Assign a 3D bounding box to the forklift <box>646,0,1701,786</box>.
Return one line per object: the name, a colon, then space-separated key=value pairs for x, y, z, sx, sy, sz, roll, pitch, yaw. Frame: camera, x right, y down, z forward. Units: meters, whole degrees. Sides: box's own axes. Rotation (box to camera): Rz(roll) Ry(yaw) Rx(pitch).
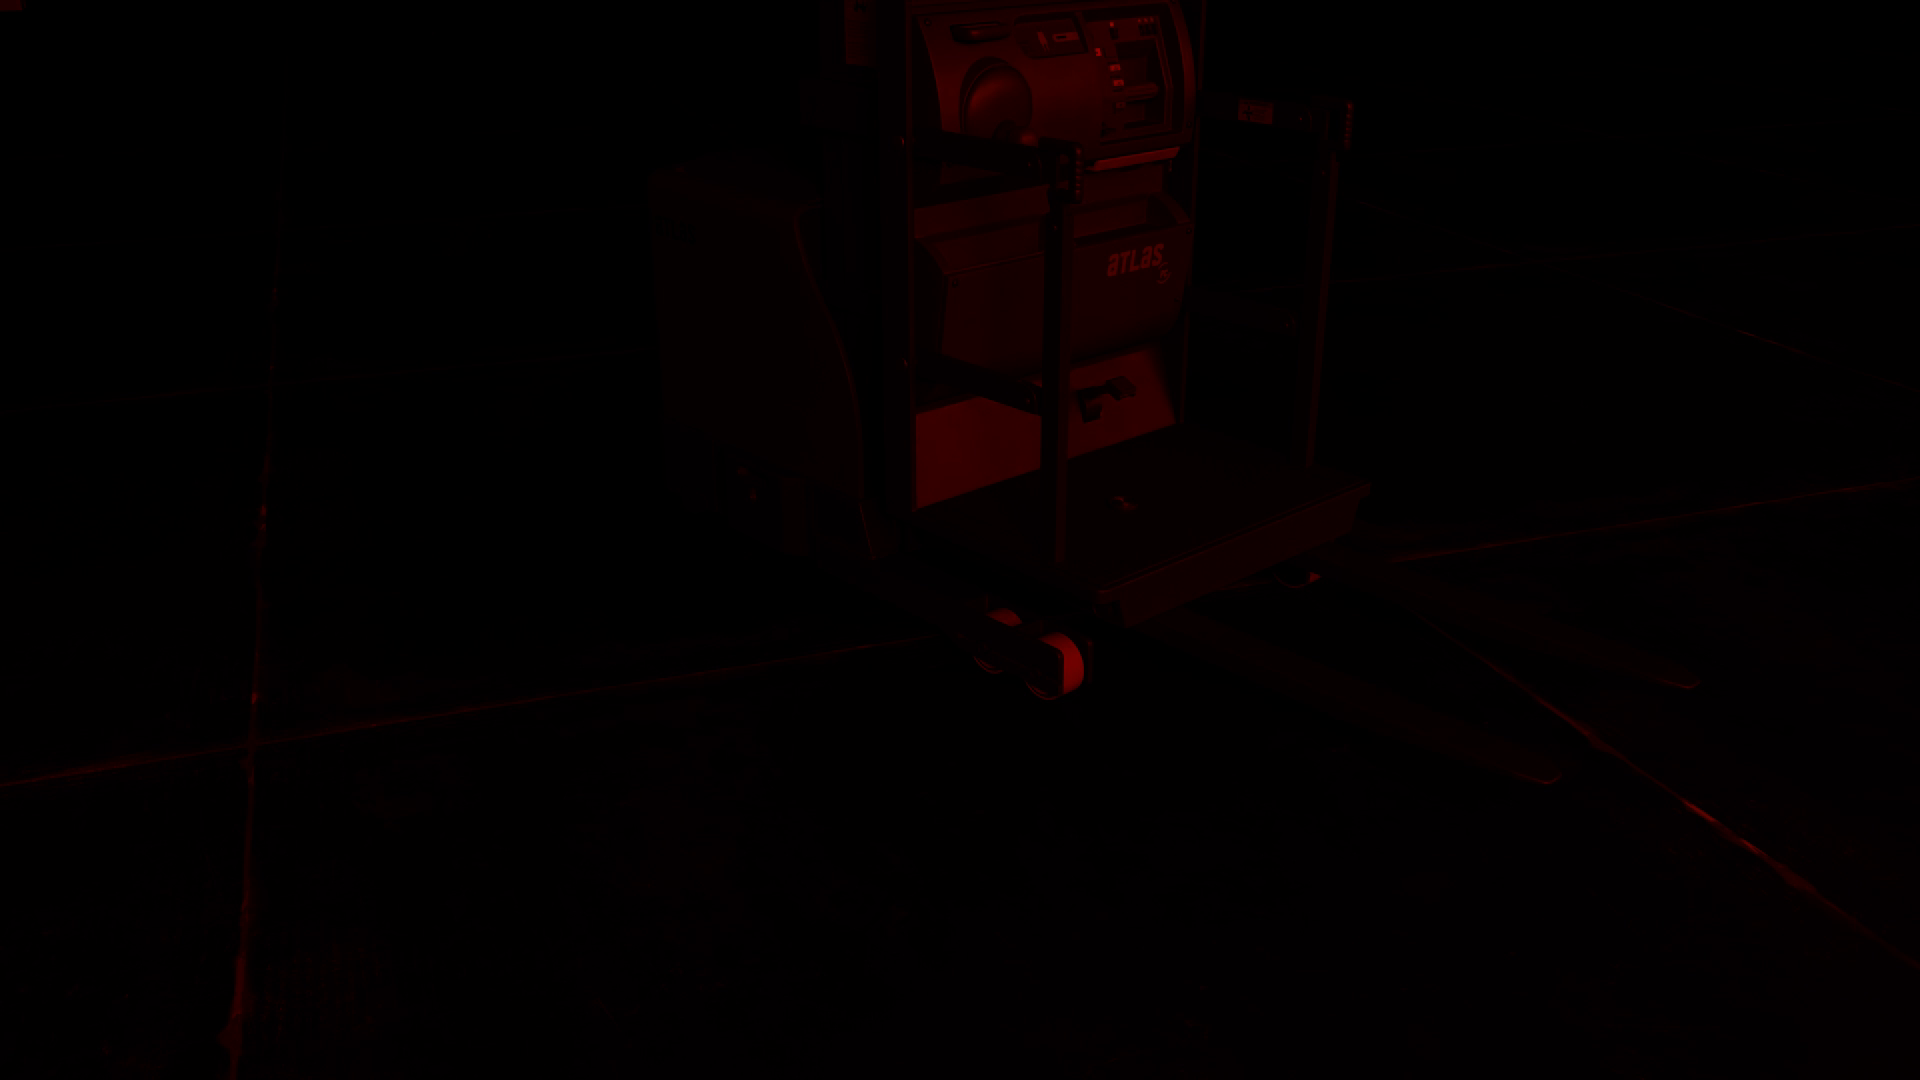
forklift: x=0.409 y=-1.176 z=4.096 sx=1.130 sy=2.935 sz=3.031 roll=-19 pitch=30 yaw=-38
